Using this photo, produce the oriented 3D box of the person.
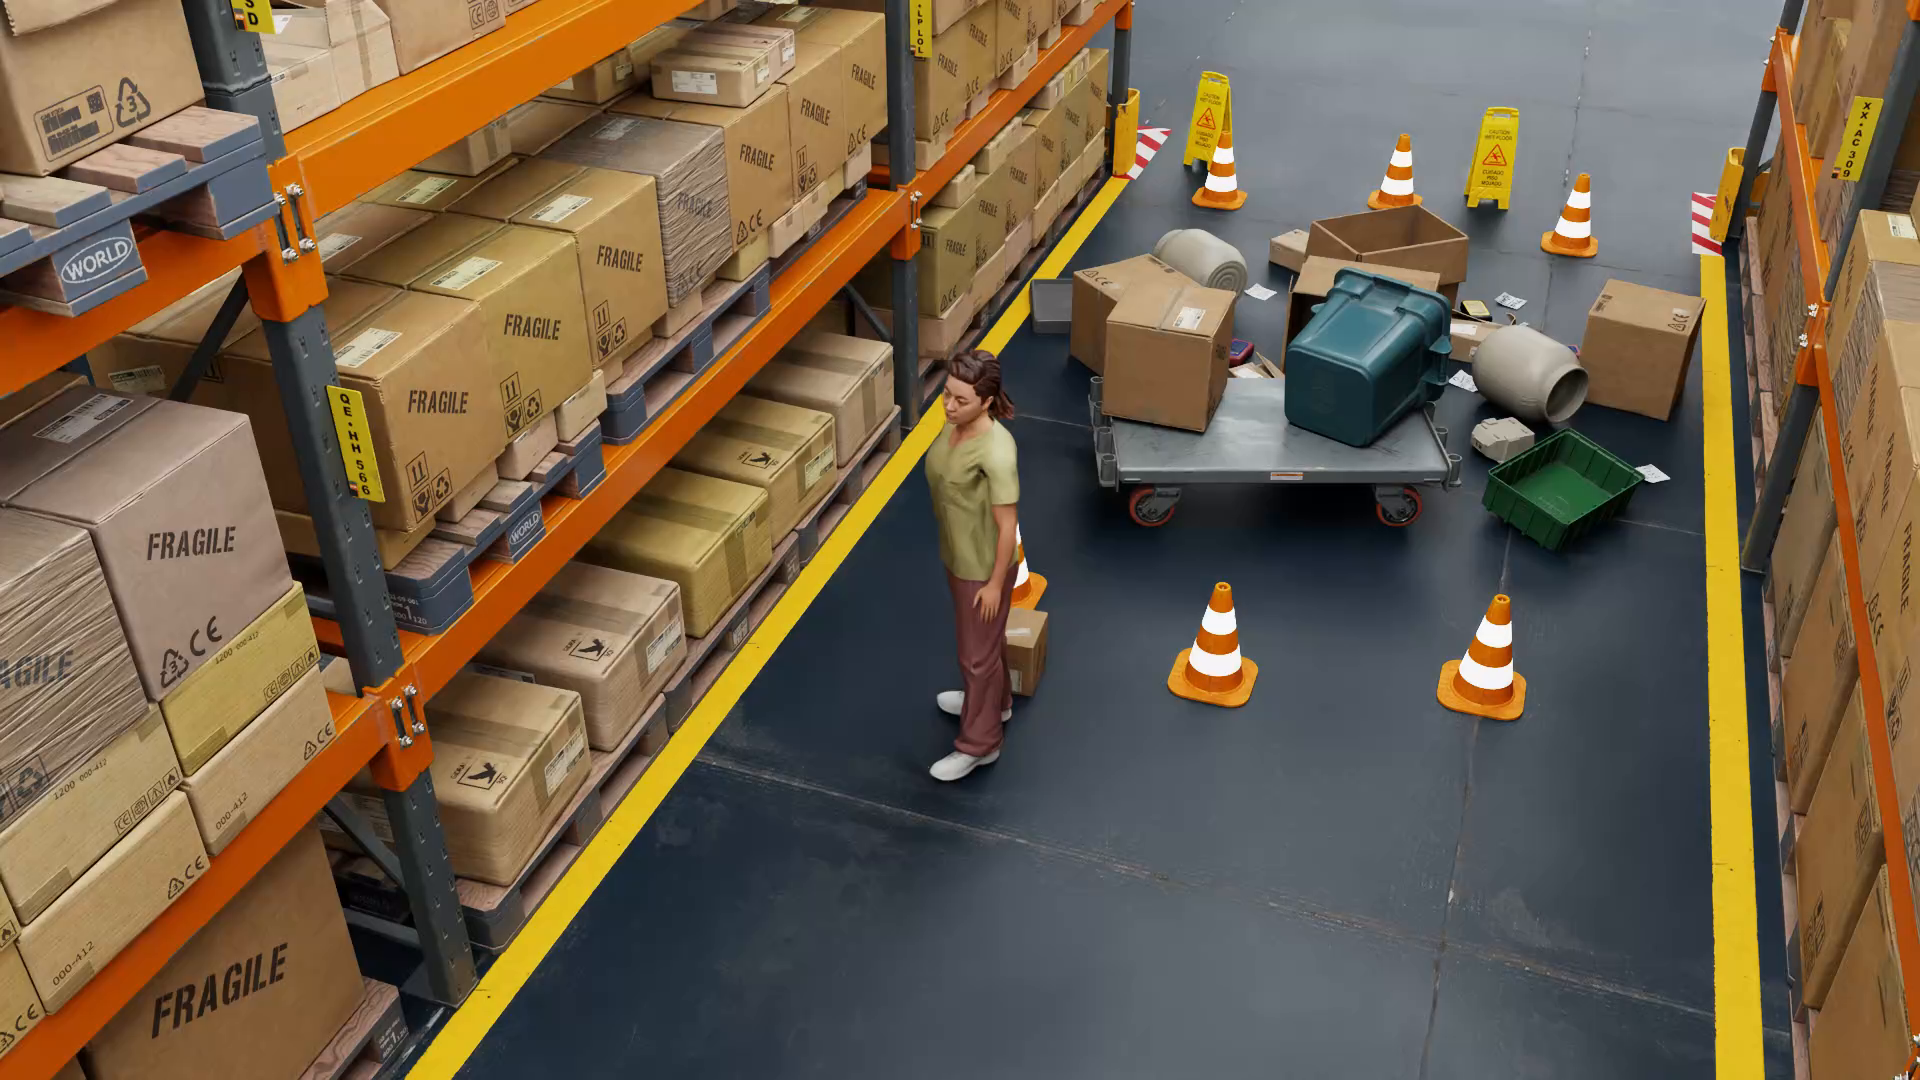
[{"bbox_3d":[0.028,0.075,5.984,0.429,1.674,0.519,-11,35,-16],"label":"person"}]
